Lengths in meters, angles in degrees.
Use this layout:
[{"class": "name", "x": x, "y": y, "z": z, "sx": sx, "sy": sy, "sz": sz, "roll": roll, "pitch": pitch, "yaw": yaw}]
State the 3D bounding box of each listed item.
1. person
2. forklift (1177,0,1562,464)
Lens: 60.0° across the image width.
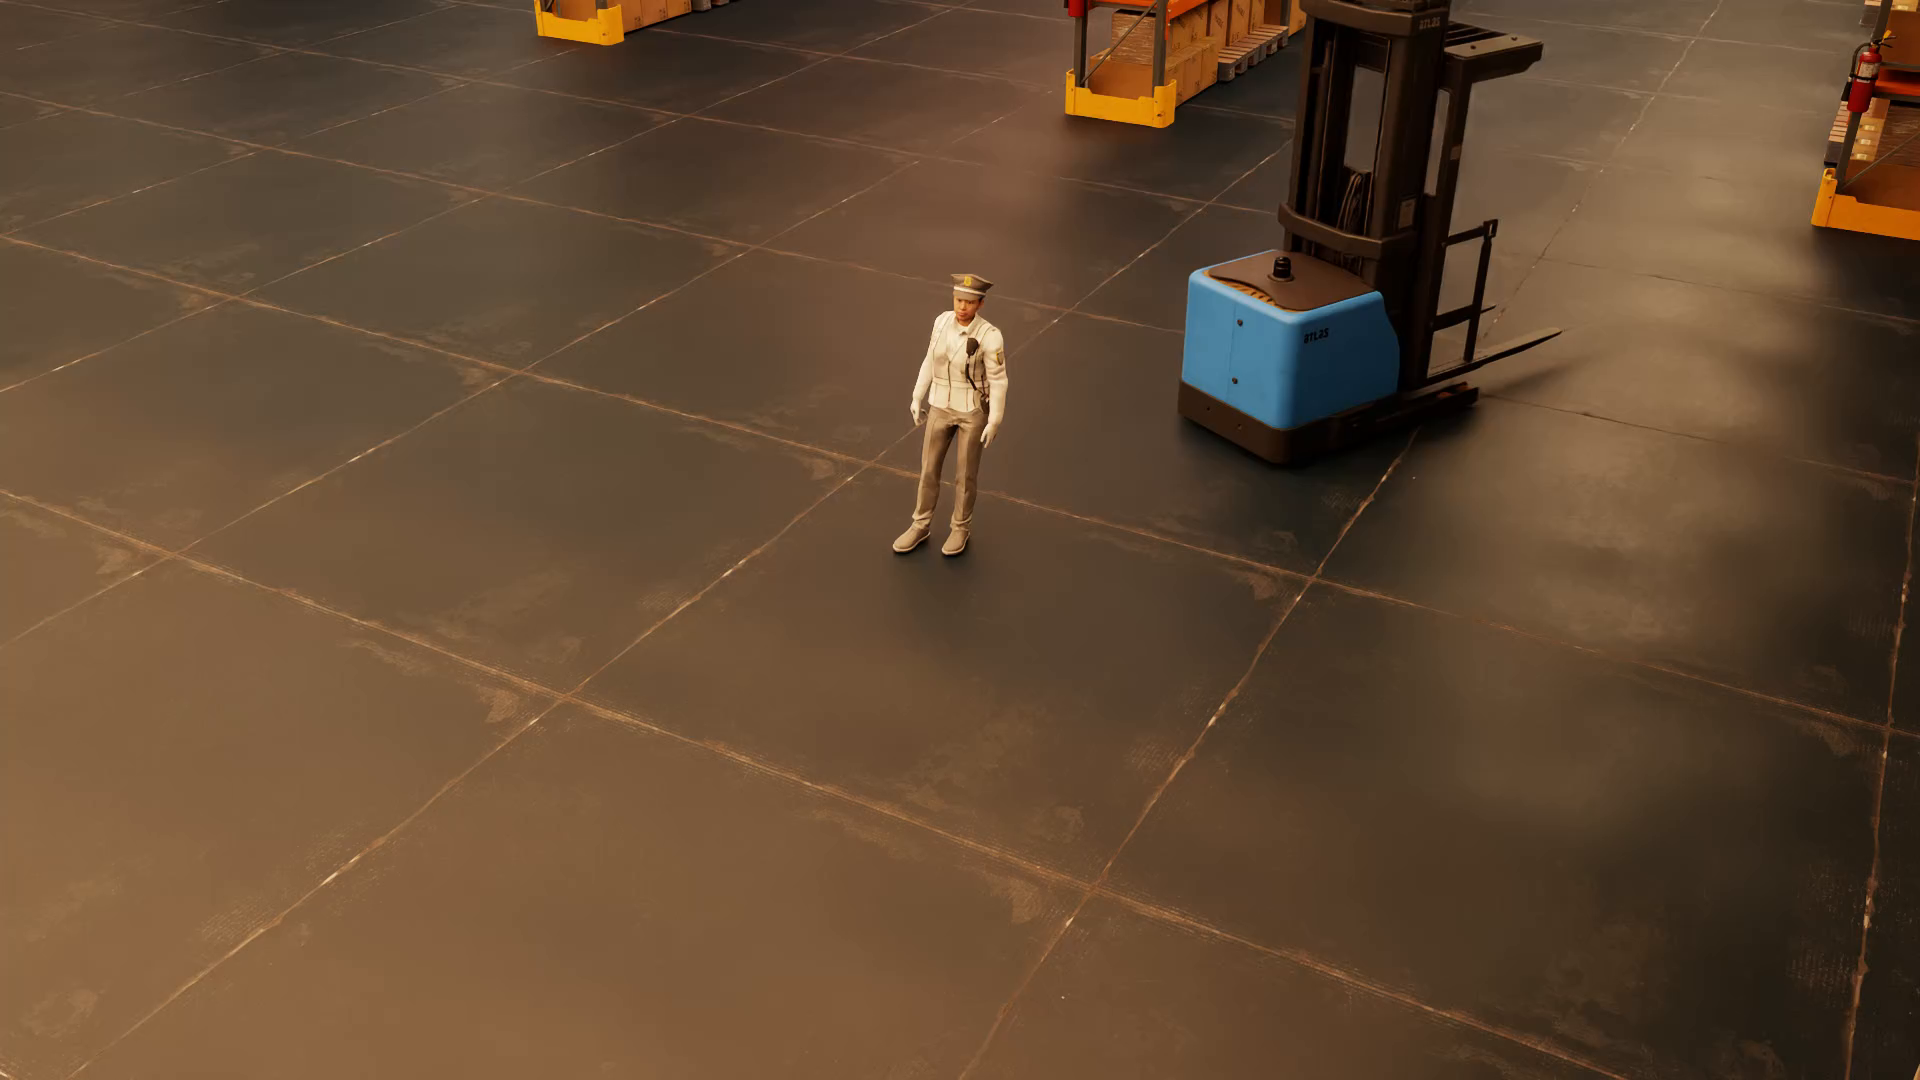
[{"class": "person", "x": -0.039, "y": -0.712, "z": 9.526, "sx": 0.587, "sy": 1.695, "sz": 0.531, "roll": 15, "pitch": 33, "yaw": 25}, {"class": "forklift", "x": 2.993, "y": -2.324, "z": 11.097, "sx": 3.031, "sy": 2.935, "sz": 1.130, "roll": -19, "pitch": 35, "yaw": -29}]
